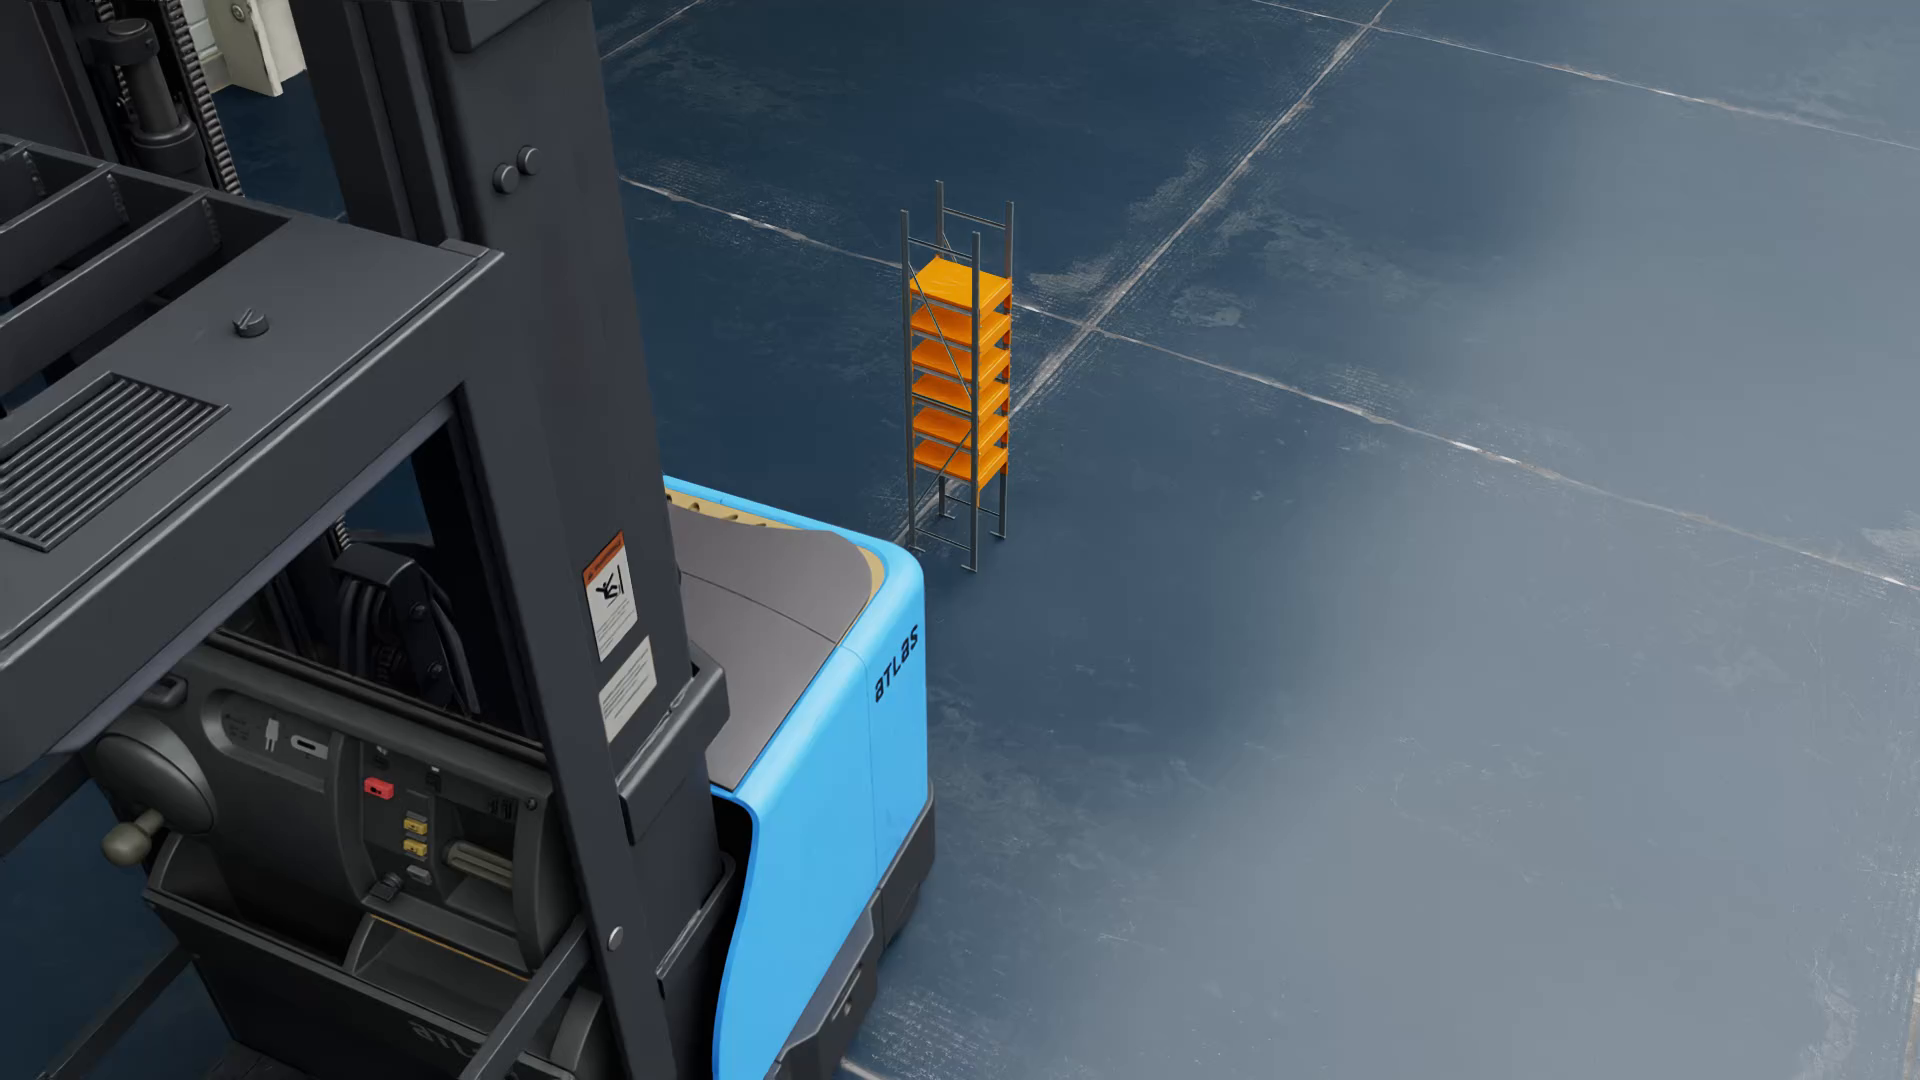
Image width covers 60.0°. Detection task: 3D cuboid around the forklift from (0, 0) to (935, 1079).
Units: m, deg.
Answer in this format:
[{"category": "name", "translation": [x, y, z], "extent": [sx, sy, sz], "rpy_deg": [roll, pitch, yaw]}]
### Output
[{"category": "forklift", "translation": [-1.124, 0.490, 2.476], "extent": [1.130, 2.935, 3.031], "rpy_deg": [16, 44, 18]}]

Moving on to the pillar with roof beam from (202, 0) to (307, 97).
[{"category": "pillar with roof beam", "translation": [0.591, -4.121, 3.121], "extent": [9.100, 9.000, 0.400], "rpy_deg": [21, 45, 22]}]

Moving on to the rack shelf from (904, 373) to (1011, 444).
[{"category": "rack shelf", "translation": [-0.007, -0.409, 4.873], "extent": [0.258, 0.103, 0.180], "rpy_deg": [21, 45, 22]}]

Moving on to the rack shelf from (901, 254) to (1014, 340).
[{"category": "rack shelf", "translation": [-0.007, -0.679, 4.635], "extent": [0.258, 0.103, 0.180], "rpy_deg": [21, 45, 22]}]

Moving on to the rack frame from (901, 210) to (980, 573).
[{"category": "rack frame", "translation": [-0.053, -0.390, 4.785], "extent": [0.240, 1.200, 0.006], "rpy_deg": [21, 45, 22]}]

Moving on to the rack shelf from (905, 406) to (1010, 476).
[{"category": "rack shelf", "translation": [-0.007, -0.319, 4.953], "extent": [0.258, 0.103, 0.180], "rpy_deg": [21, 45, 22]}]

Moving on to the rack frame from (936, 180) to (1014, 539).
[{"category": "rack frame", "translation": [0.039, -0.494, 4.904], "extent": [0.240, 1.200, 0.006], "rpy_deg": [21, 45, 22]}]

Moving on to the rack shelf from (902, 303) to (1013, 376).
[{"category": "rack shelf", "translation": [-0.007, -0.589, 4.715], "extent": [0.258, 0.103, 0.180], "rpy_deg": [21, 45, 22]}]

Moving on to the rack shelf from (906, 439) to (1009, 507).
[{"category": "rack shelf", "translation": [-0.007, -0.229, 5.032], "extent": [0.258, 0.103, 0.180], "rpy_deg": [21, 45, 22]}]

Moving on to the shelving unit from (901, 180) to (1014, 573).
[{"category": "shelving unit", "translation": [-0.007, -0.442, 4.844], "extent": [0.258, 1.200, 0.189], "rpy_deg": [21, 45, 22]}]

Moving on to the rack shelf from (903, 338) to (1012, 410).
[{"category": "rack shelf", "translation": [-0.007, -0.499, 4.794], "extent": [0.258, 0.103, 0.180], "rpy_deg": [21, 45, 22]}]
